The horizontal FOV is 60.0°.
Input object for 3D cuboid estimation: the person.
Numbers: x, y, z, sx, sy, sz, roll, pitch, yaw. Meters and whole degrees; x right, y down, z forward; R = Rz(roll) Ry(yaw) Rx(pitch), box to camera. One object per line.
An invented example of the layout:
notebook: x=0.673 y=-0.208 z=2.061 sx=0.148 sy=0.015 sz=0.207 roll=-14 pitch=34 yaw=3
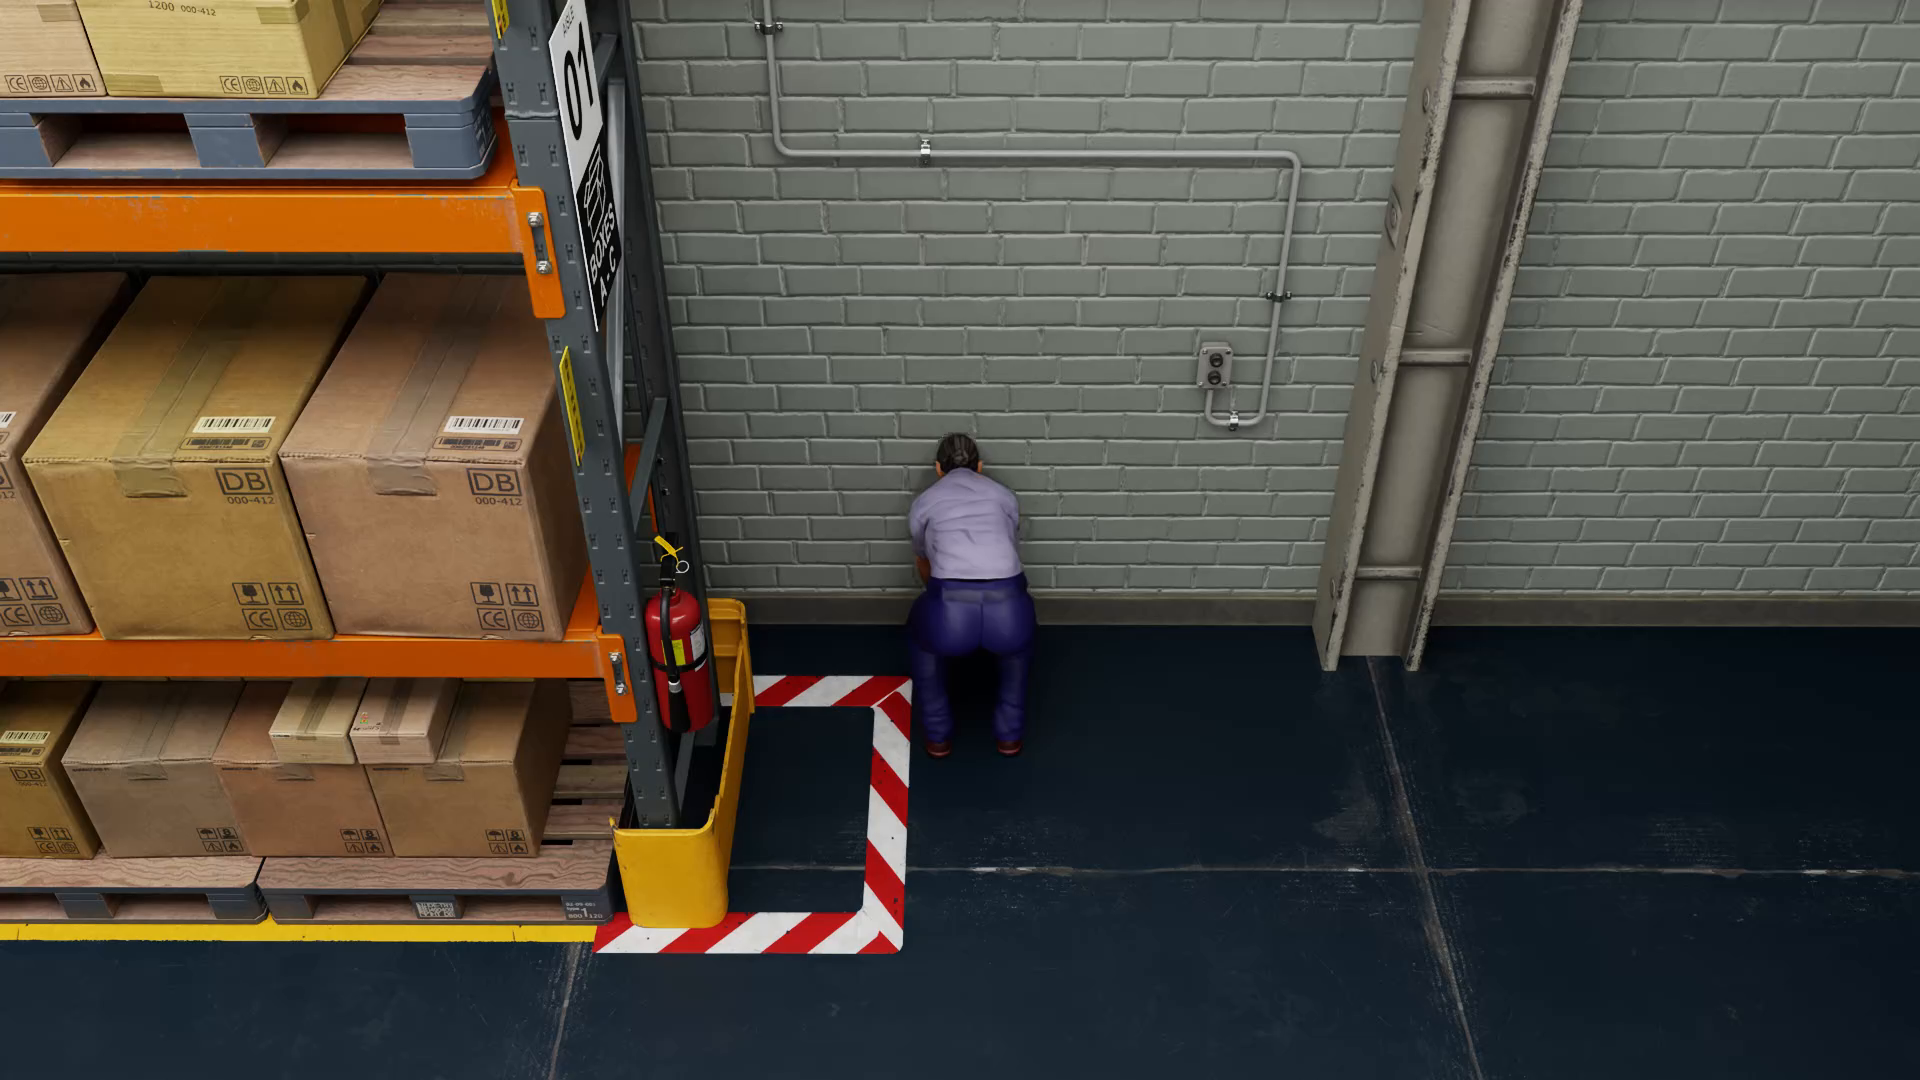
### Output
person: x=0.036 y=0.244 z=6.334 sx=0.508 sy=1.065 sz=0.888 roll=-3 pitch=40 yaw=-4
